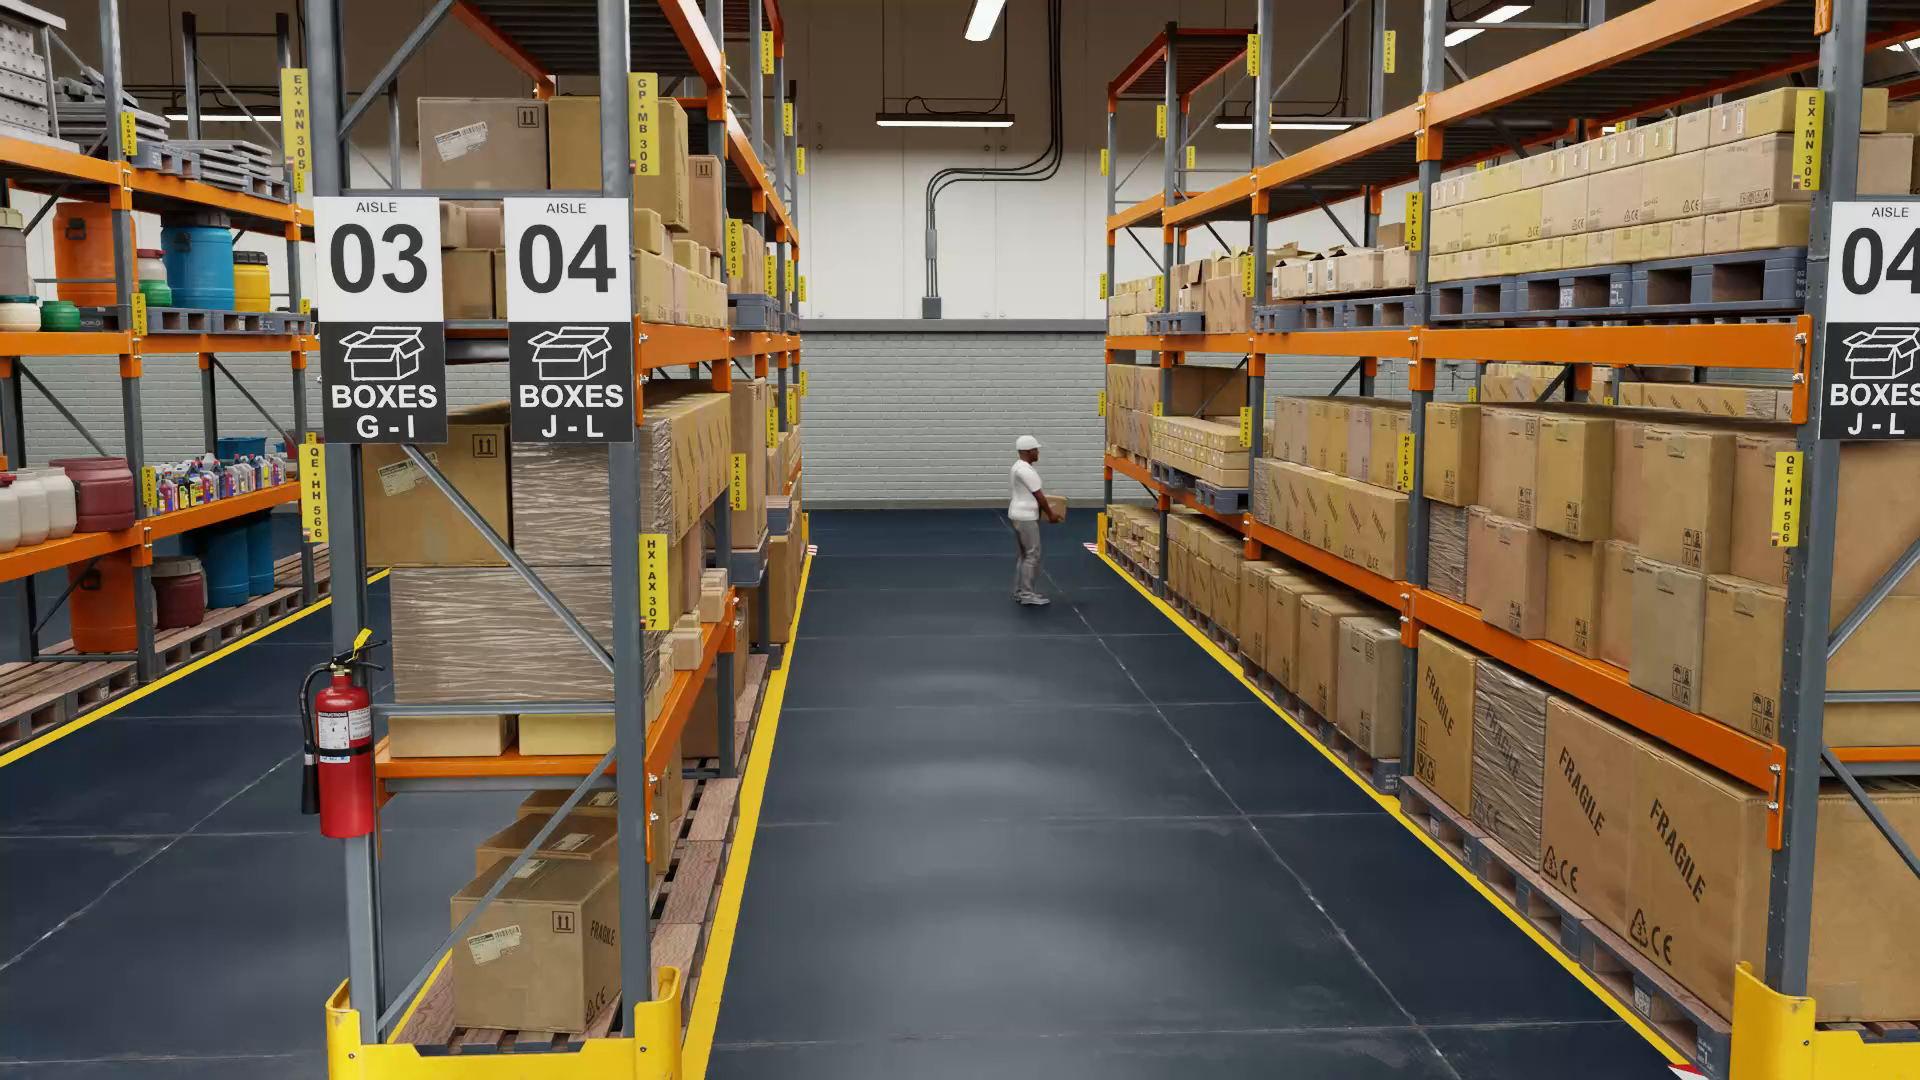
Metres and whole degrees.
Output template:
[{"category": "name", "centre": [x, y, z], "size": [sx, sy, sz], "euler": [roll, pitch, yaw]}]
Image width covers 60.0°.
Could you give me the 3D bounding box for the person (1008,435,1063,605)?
[{"category": "person", "centre": [0.789, -0.215, 17.454], "size": [0.561, 1.763, 0.505], "euler": [-1, 7, -5]}]
